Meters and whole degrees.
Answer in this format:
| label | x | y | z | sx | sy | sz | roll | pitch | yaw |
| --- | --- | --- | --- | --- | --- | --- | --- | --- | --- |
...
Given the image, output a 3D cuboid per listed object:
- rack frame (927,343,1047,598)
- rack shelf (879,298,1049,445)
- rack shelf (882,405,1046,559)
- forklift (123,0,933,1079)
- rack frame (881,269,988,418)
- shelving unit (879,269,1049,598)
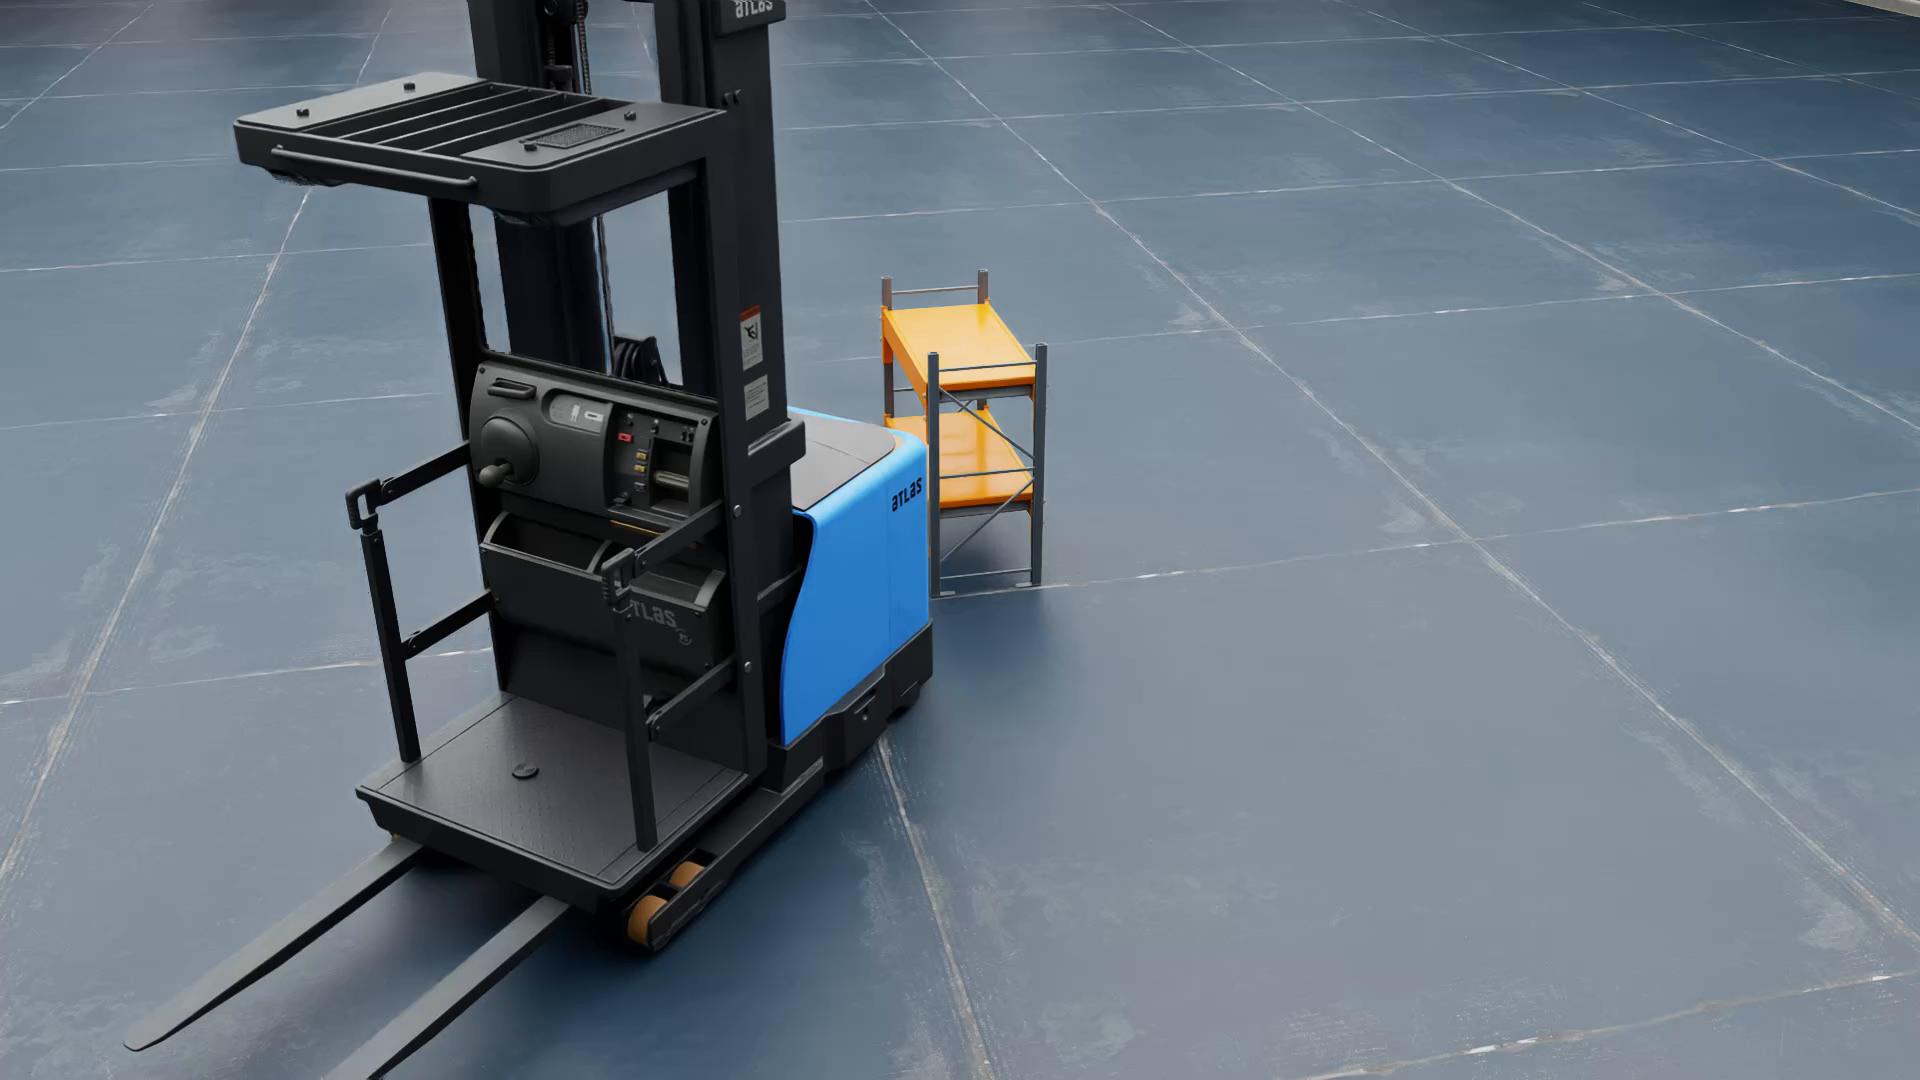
| label | x | y | z | sx | sy | sz | roll | pitch | yaw |
| --- | --- | --- | --- | --- | --- | --- | --- | --- | --- |
| rack frame | 0.113 | -0.282 | 7.060 | 0.500 | 1.125 | 0.032 | -6 | 27 | -12 |
| rack shelf | -0.002 | -0.766 | 7.371 | 0.538 | 0.278 | 1.000 | -6 | 27 | -12 |
| rack shelf | -0.002 | -0.287 | 7.613 | 0.538 | 0.278 | 1.000 | -6 | 27 | -12 |
| forklift | -1.261 | -0.260 | 5.012 | 1.130 | 2.935 | 3.031 | 14 | 30 | 26 |
| rack frame | -0.116 | -0.728 | 7.945 | 0.500 | 1.125 | 0.032 | -6 | 27 | -12 |
| shelving unit | -0.002 | -0.505 | 7.502 | 0.538 | 1.125 | 1.048 | -6 | 27 | -12 |
